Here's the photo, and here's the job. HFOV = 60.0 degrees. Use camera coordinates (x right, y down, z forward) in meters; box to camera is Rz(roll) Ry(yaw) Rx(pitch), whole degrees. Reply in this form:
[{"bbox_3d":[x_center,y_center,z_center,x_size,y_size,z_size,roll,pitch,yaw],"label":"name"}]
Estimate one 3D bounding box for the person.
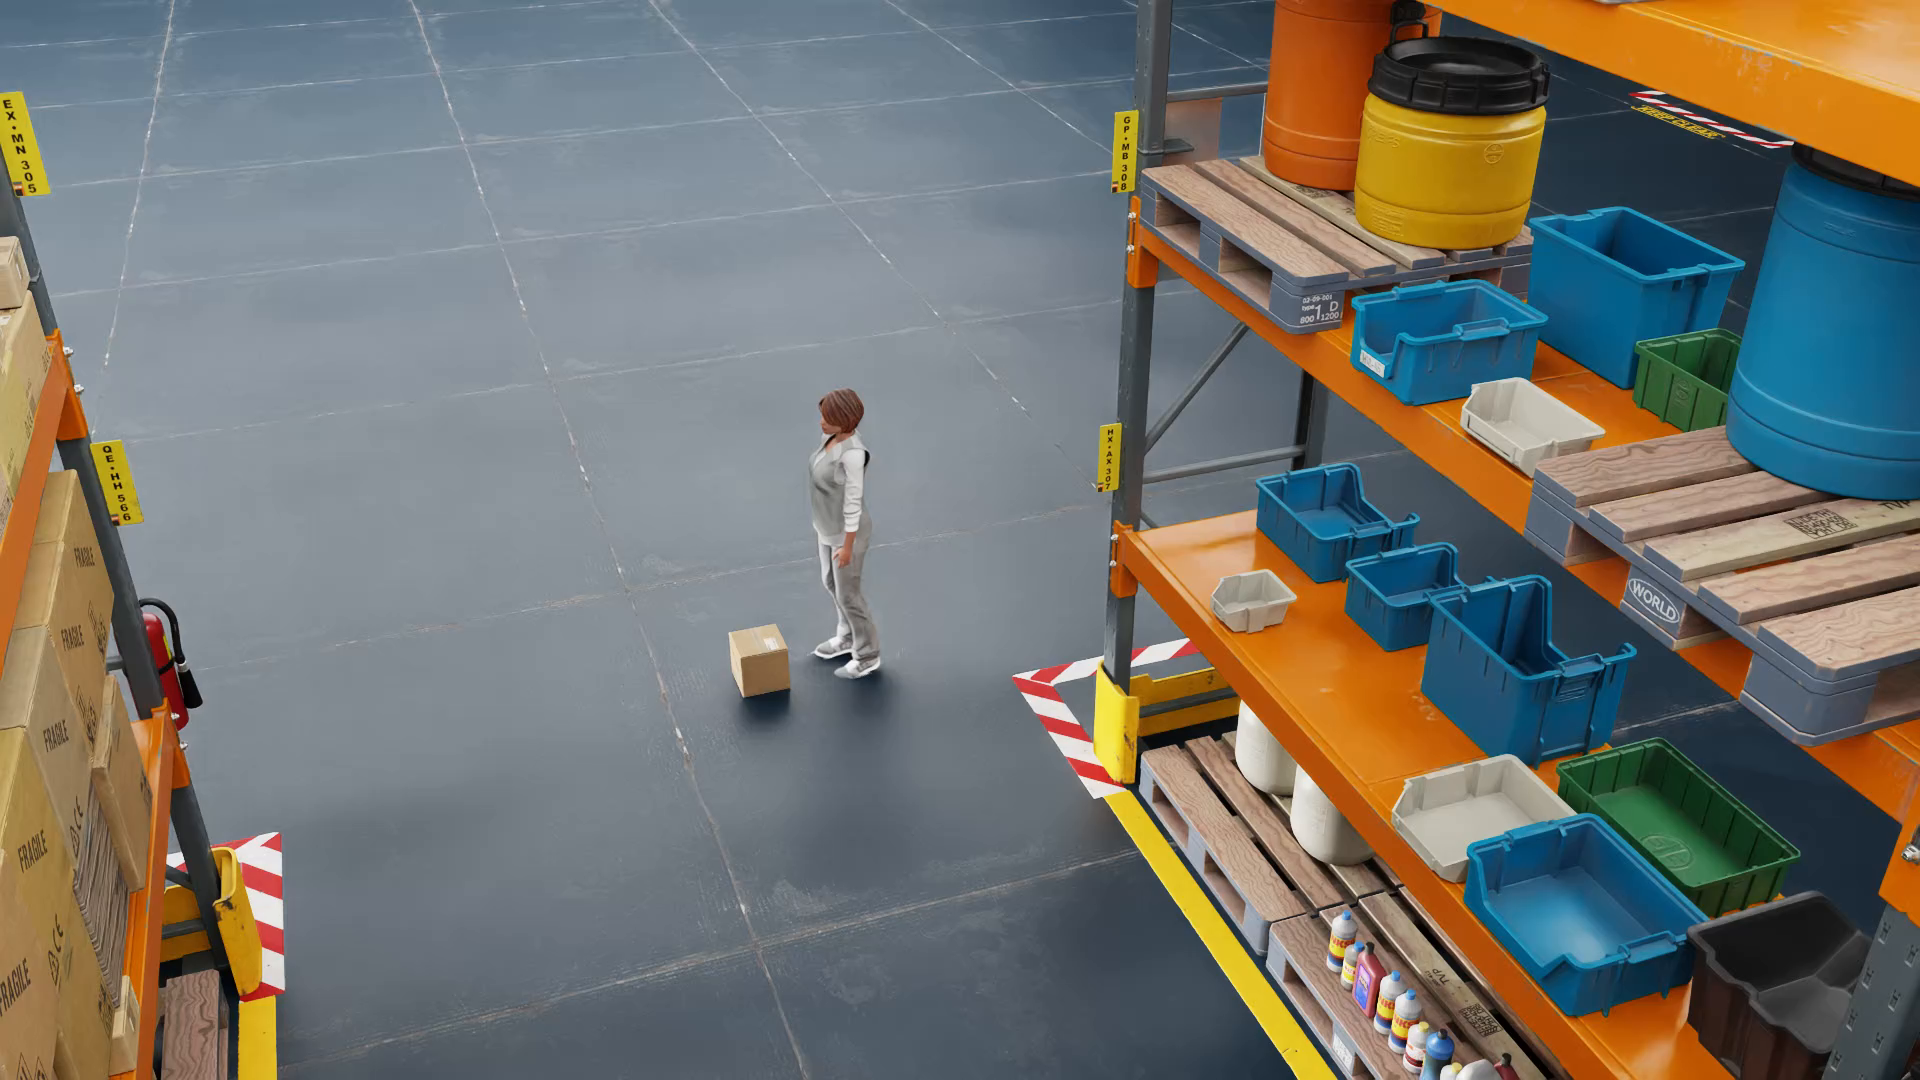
[{"bbox_3d":[-0.586,-0.023,8.408,0.316,1.620,0.405,-10,32,-16],"label":"person"}]
